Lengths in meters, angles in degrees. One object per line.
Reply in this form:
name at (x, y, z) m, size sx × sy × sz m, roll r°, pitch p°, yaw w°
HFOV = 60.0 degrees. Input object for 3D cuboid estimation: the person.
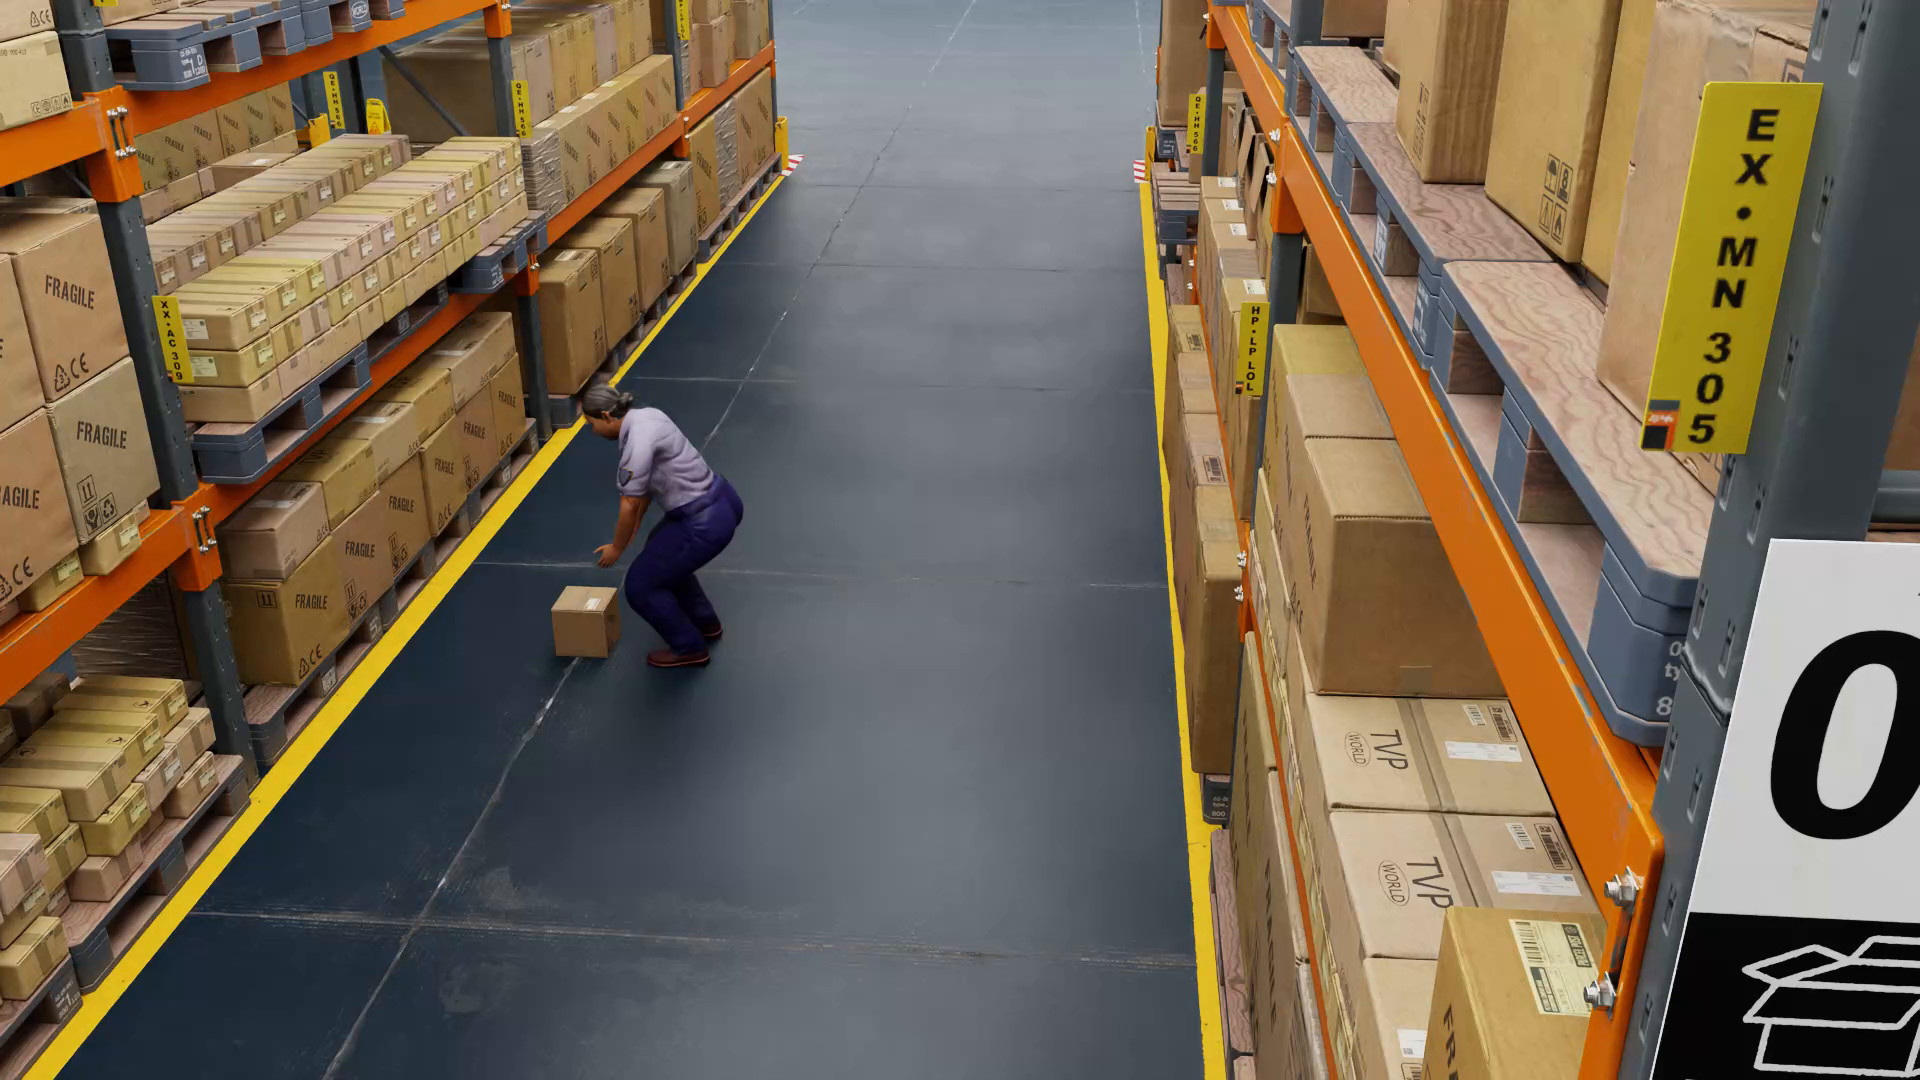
person at (-1.353, -0.071, 7.657) m, size 0.673 × 1.340 × 0.536 m, roll 2°, pitch 25°, yaw 4°
